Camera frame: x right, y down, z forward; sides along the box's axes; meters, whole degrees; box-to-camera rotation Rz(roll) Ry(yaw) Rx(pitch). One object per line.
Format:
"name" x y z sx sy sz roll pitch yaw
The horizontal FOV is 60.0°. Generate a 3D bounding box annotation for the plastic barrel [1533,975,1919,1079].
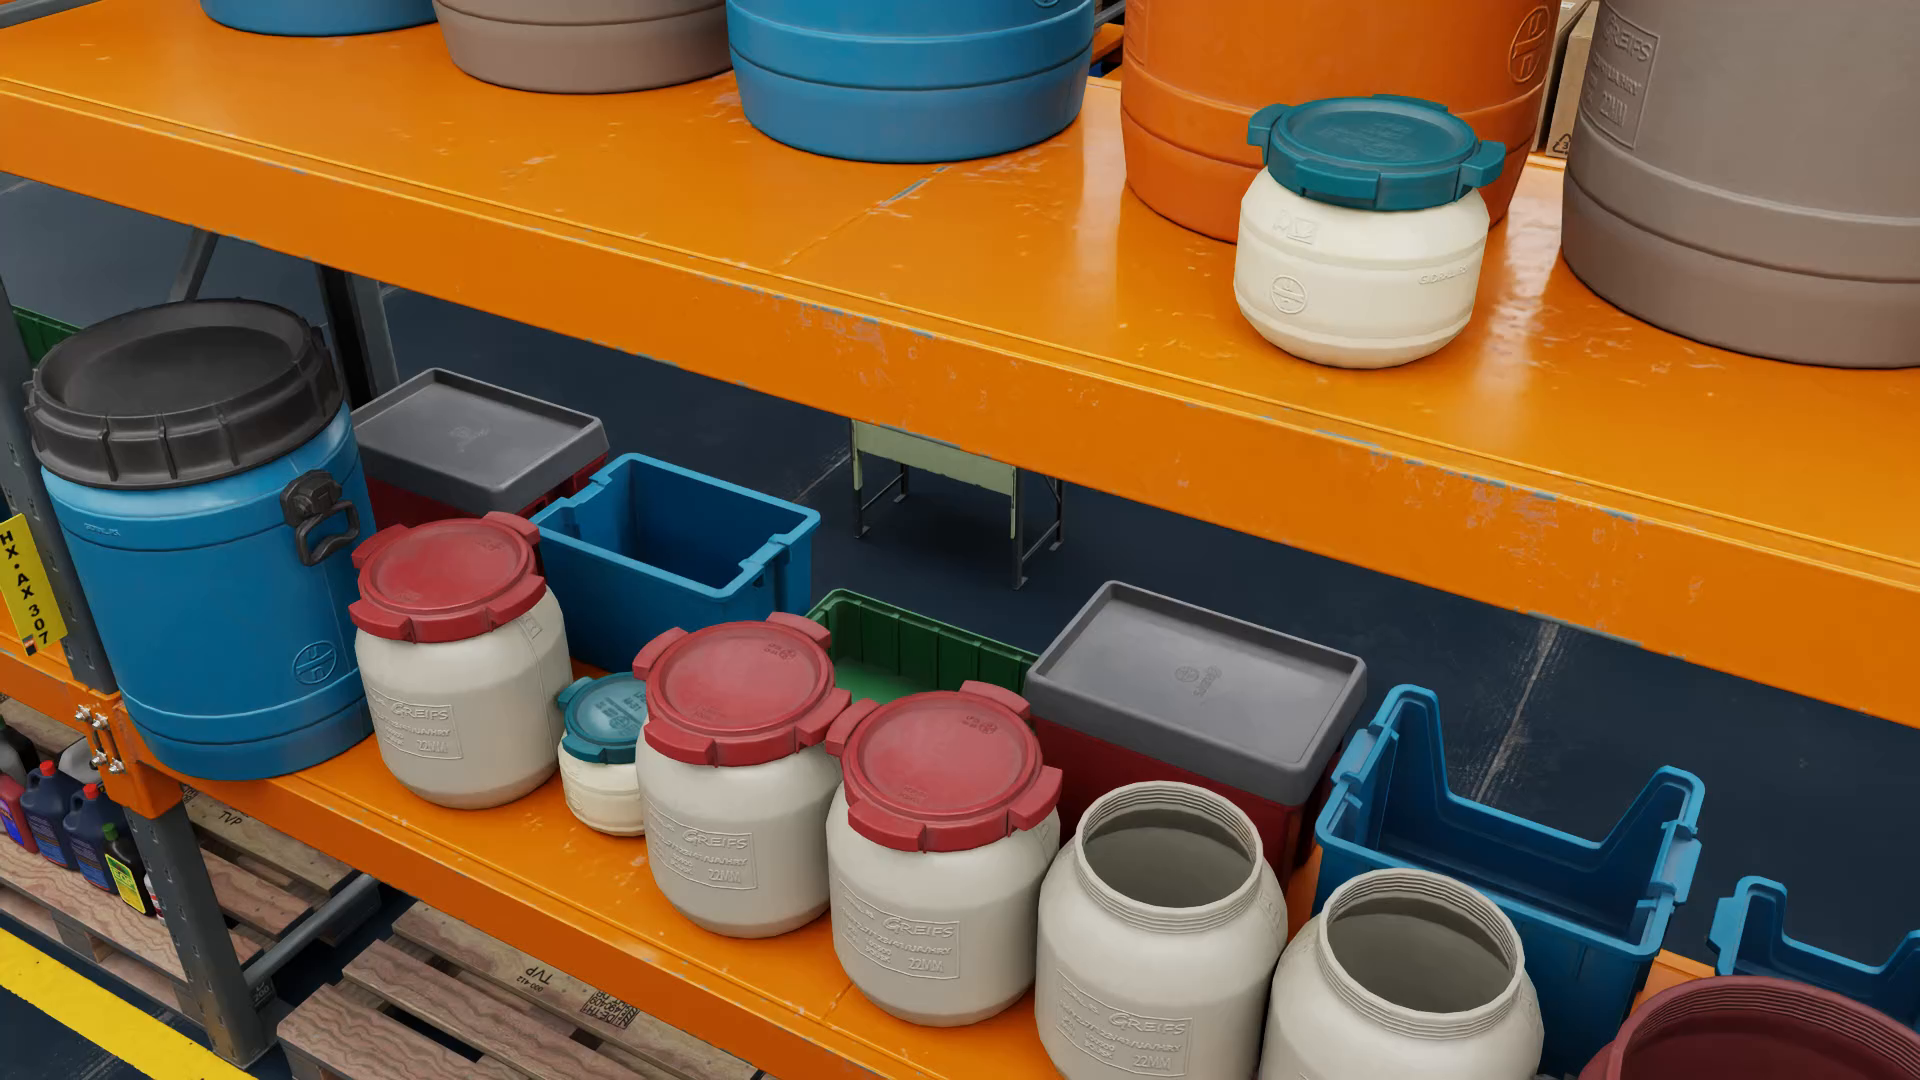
"plastic barrel" 1.155 1.016 2.395 0.708 0.536 0.600 18 37 24

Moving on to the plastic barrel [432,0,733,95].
"plastic barrel" -0.648 -1.287 2.818 0.600 0.901 0.600 0 34 0

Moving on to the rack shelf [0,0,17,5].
"rack shelf" -3.501 -1.545 4.306 4.000 0.370 1.077 18 37 24

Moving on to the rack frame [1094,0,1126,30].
"rack frame" 0.696 -2.428 7.690 0.127 3.000 1.000 18 37 24

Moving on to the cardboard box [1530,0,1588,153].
"cardboard box" 2.247 -1.968 6.909 0.500 0.500 0.500 18 38 24

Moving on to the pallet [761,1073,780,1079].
"pallet" 0.000 1.647 4.086 1.213 0.211 1.003 18 37 24

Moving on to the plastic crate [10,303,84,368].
"plastic crate" -2.803 -0.466 4.935 0.662 0.188 0.450 18 37 24

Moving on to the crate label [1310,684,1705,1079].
"crate label" 0.980 0.636 3.056 0.616 0.435 0.502 18 37 24

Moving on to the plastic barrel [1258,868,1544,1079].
"plastic barrel" 0.709 0.828 2.700 0.421 0.512 0.421 0 34 0

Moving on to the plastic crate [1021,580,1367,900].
"plastic crate" 0.457 0.436 3.331 0.583 0.464 0.402 18 37 24

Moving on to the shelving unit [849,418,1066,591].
"shelving unit" -0.006 -0.626 6.337 0.755 1.500 0.431 18 37 24

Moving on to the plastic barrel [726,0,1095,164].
"plastic barrel" -0.080 -1.108 2.548 0.708 0.901 0.600 18 37 24

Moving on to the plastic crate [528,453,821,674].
"plastic crate" -0.653 0.115 3.886 0.575 0.384 0.392 18 37 24

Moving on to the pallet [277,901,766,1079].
"pallet" -1.064 1.312 4.589 1.213 0.211 1.003 18 37 24

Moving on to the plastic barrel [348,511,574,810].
"plastic barrel" -1.043 0.267 3.521 0.433 0.535 0.433 0 34 0

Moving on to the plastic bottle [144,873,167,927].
"plastic bottle" -2.234 0.986 4.690 0.097 0.201 0.097 0 34 0

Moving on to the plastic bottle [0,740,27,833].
"plastic bottle" -2.914 0.694 4.995 0.185 0.351 0.144 17 37 24

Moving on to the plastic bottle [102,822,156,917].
"plastic bottle" -2.346 0.928 4.703 0.133 0.283 0.061 20 38 27

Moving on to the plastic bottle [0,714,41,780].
"plastic bottle" -2.886 0.666 5.098 0.133 0.283 0.061 18 37 24

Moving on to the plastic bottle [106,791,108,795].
"plastic bottle" -2.396 0.766 4.886 0.185 0.351 0.144 18 37 24

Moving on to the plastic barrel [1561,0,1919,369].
"plastic barrel" 1.103 -0.733 1.986 0.600 0.901 0.600 0 34 0

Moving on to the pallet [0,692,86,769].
"pallet" -3.391 0.575 5.695 1.213 0.211 1.003 18 37 24

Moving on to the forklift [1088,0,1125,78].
"forklift" 1.489 -3.781 9.784 3.031 2.935 1.130 15 37 22

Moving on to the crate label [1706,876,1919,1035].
"crate label" 1.528 0.828 2.951 0.416 0.233 0.303 18 37 24

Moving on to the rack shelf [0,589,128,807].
"rack shelf" -3.501 -0.296 5.137 4.000 0.370 1.077 18 37 24

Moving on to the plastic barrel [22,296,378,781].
"plastic barrel" -1.580 -0.002 3.595 0.708 0.901 0.600 18 37 24

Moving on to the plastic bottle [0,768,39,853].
"plastic bottle" -2.796 0.786 4.917 0.133 0.283 0.061 20 39 27

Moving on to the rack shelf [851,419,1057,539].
"rack shelf" -0.006 -0.355 6.518 0.720 0.370 0.431 18 37 24

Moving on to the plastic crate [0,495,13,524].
"plastic crate" -2.860 -0.157 4.414 0.616 0.251 0.499 18 37 24

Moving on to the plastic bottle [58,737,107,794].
"plastic bottle" -2.582 0.736 4.999 0.135 0.276 0.152 18 37 24

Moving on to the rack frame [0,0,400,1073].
"rack frame" -1.765 -0.046 4.112 0.127 3.000 1.000 18 37 24

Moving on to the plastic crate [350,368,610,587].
"plastic crate" -1.193 -0.086 4.115 0.583 0.464 0.402 18 37 24

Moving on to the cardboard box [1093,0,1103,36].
"cardboard box" 0.308 -2.589 7.841 0.500 0.500 0.700 17 37 23

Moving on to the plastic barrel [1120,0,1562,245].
"plastic barrel" 0.535 -0.883 2.276 0.708 0.830 0.600 18 37 24

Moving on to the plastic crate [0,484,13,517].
"plastic crate" -2.156 -0.225 4.437 0.504 0.338 0.767 18 37 24

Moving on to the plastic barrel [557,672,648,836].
"plastic barrel" -0.692 0.450 3.493 0.301 0.262 0.301 0 34 0

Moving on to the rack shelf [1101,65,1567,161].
"rack shelf" 2.433 -1.579 7.063 4.000 0.370 1.077 18 37 24

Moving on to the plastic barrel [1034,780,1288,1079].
"plastic barrel" 0.343 0.712 2.874 0.421 0.512 0.421 0 34 0

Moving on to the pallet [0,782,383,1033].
"pallet" -2.327 0.910 5.192 1.213 0.211 1.003 18 37 24

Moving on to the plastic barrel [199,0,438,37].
"plastic barrel" -1.216 -1.467 3.089 0.708 0.901 0.600 18 37 24

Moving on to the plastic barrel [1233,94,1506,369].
"plastic barrel" 0.488 -0.374 2.024 0.301 0.262 0.301 0 34 0

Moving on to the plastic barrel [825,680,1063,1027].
"plastic barrel" -0.030 0.587 3.039 0.433 0.535 0.433 0 34 0

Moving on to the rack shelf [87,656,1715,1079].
"rack shelf" -0.028 0.804 3.485 4.000 0.370 1.077 18 37 24

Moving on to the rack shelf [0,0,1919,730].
"rack shelf" -0.028 -0.445 2.654 4.000 0.370 1.077 18 37 24

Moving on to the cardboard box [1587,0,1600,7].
"cardboard box" 4.272 -3.643 11.373 0.500 0.500 0.700 17 37 23

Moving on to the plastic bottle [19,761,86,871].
"plastic bottle" -2.634 0.783 4.861 0.185 0.351 0.144 16 37 22

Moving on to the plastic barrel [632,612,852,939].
"plastic barrel" -0.406 0.468 3.218 0.433 0.535 0.433 0 34 0

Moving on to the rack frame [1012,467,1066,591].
"rack frame" 0.312 -0.525 6.186 0.023 1.500 0.400 18 37 24

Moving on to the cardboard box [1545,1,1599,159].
"cardboard box" 2.704 -1.823 6.692 0.500 0.500 0.500 16 37 22

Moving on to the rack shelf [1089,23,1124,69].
"rack shelf" -1.040 -2.679 8.715 4.000 0.370 1.077 18 37 24

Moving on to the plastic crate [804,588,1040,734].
"plastic crate" -0.113 0.386 3.656 0.662 0.188 0.450 18 37 24

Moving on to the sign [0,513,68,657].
"sign" -2.047 0.101 3.642 0.005 0.325 0.100 18 37 24

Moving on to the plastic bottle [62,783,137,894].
"plastic bottle" -2.467 0.836 4.782 0.185 0.351 0.144 17 37 23

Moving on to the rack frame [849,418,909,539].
"rack frame" -0.324 -0.727 6.488 0.023 1.500 0.400 18 37 24
